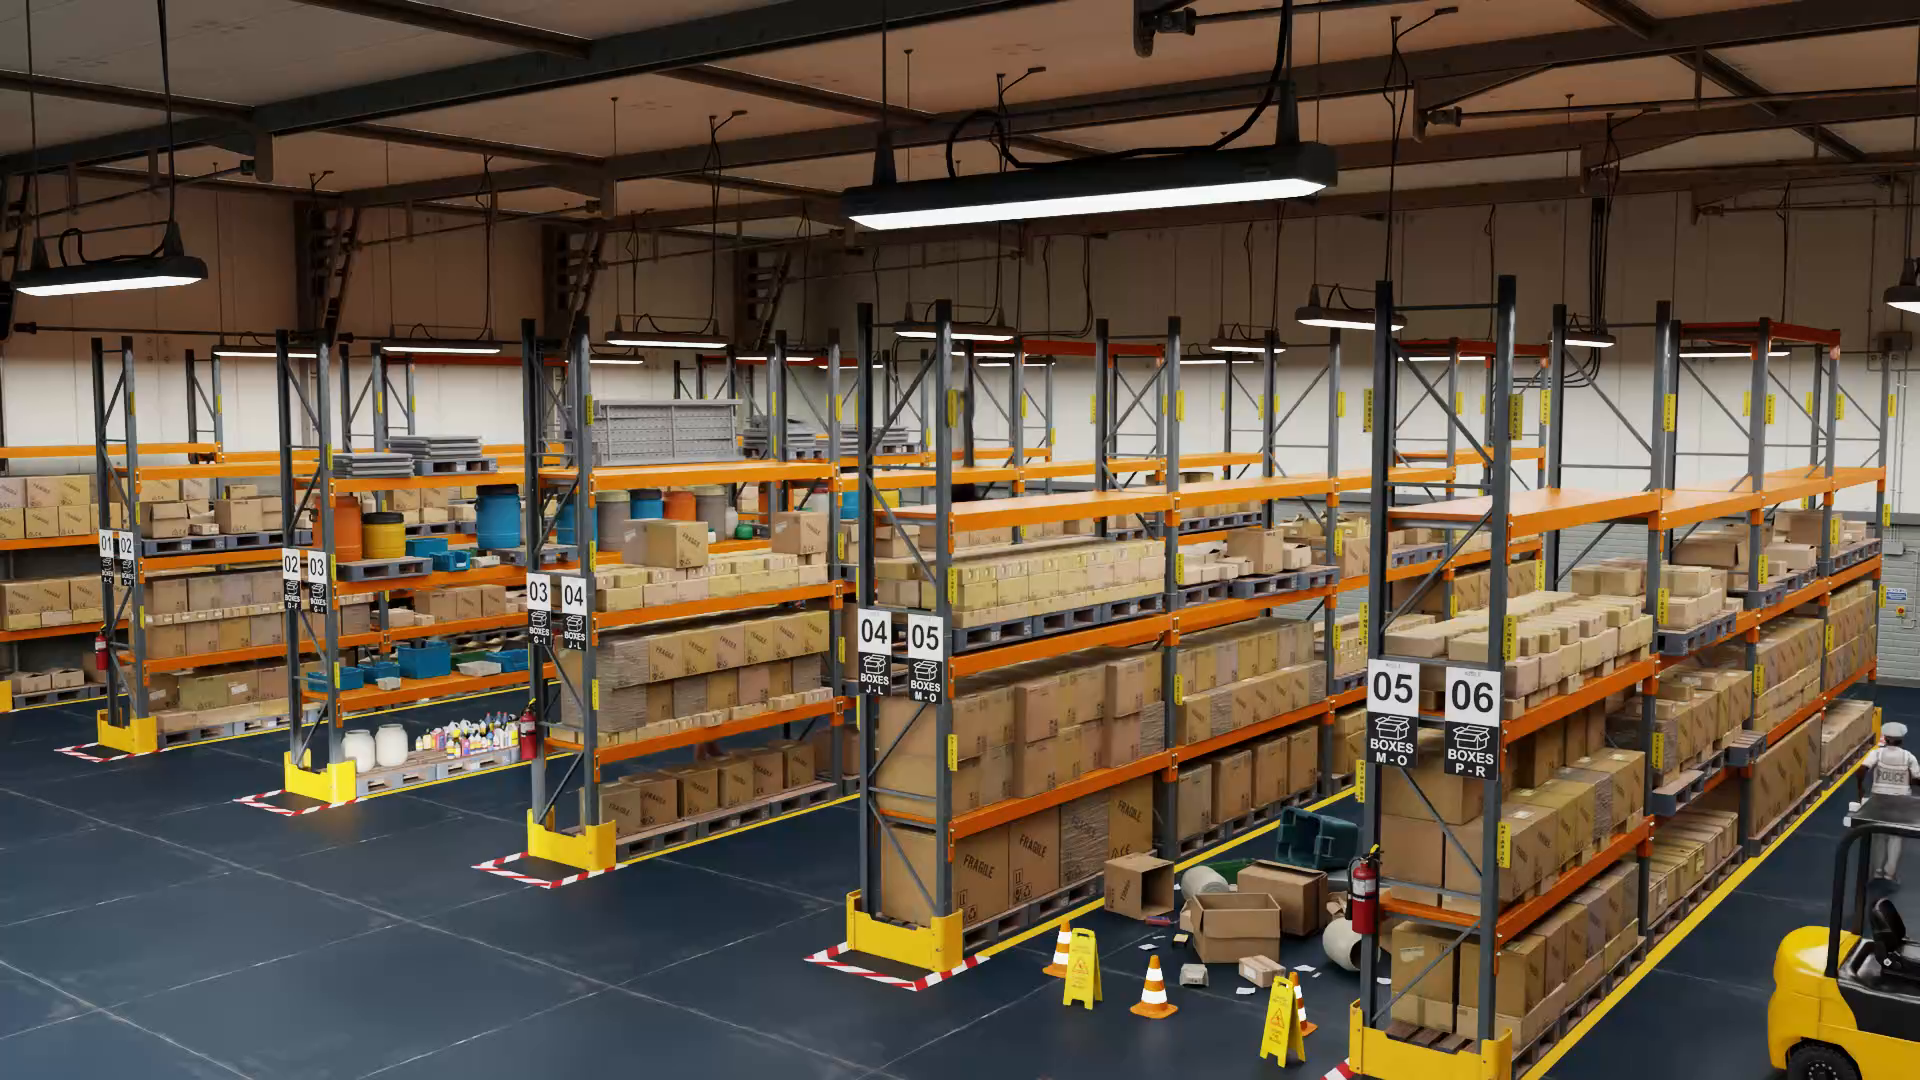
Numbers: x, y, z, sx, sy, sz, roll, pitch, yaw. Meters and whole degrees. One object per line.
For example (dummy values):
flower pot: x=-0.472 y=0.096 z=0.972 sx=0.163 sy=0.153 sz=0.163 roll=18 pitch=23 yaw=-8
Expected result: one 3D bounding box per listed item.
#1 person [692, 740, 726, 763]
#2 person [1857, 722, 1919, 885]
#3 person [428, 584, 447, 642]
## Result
person: x=-3.393 y=2.381 z=22.108 sx=0.562 sy=1.679 sz=0.938 roll=3 pitch=6 yaw=31
person: x=9.796 y=2.814 z=17.542 sx=0.589 sy=1.765 sz=0.758 roll=4 pitch=6 yaw=36
person: x=-9.901 y=1.588 z=31.591 sx=0.625 sy=1.654 sz=0.669 roll=2 pitch=5 yaw=25
